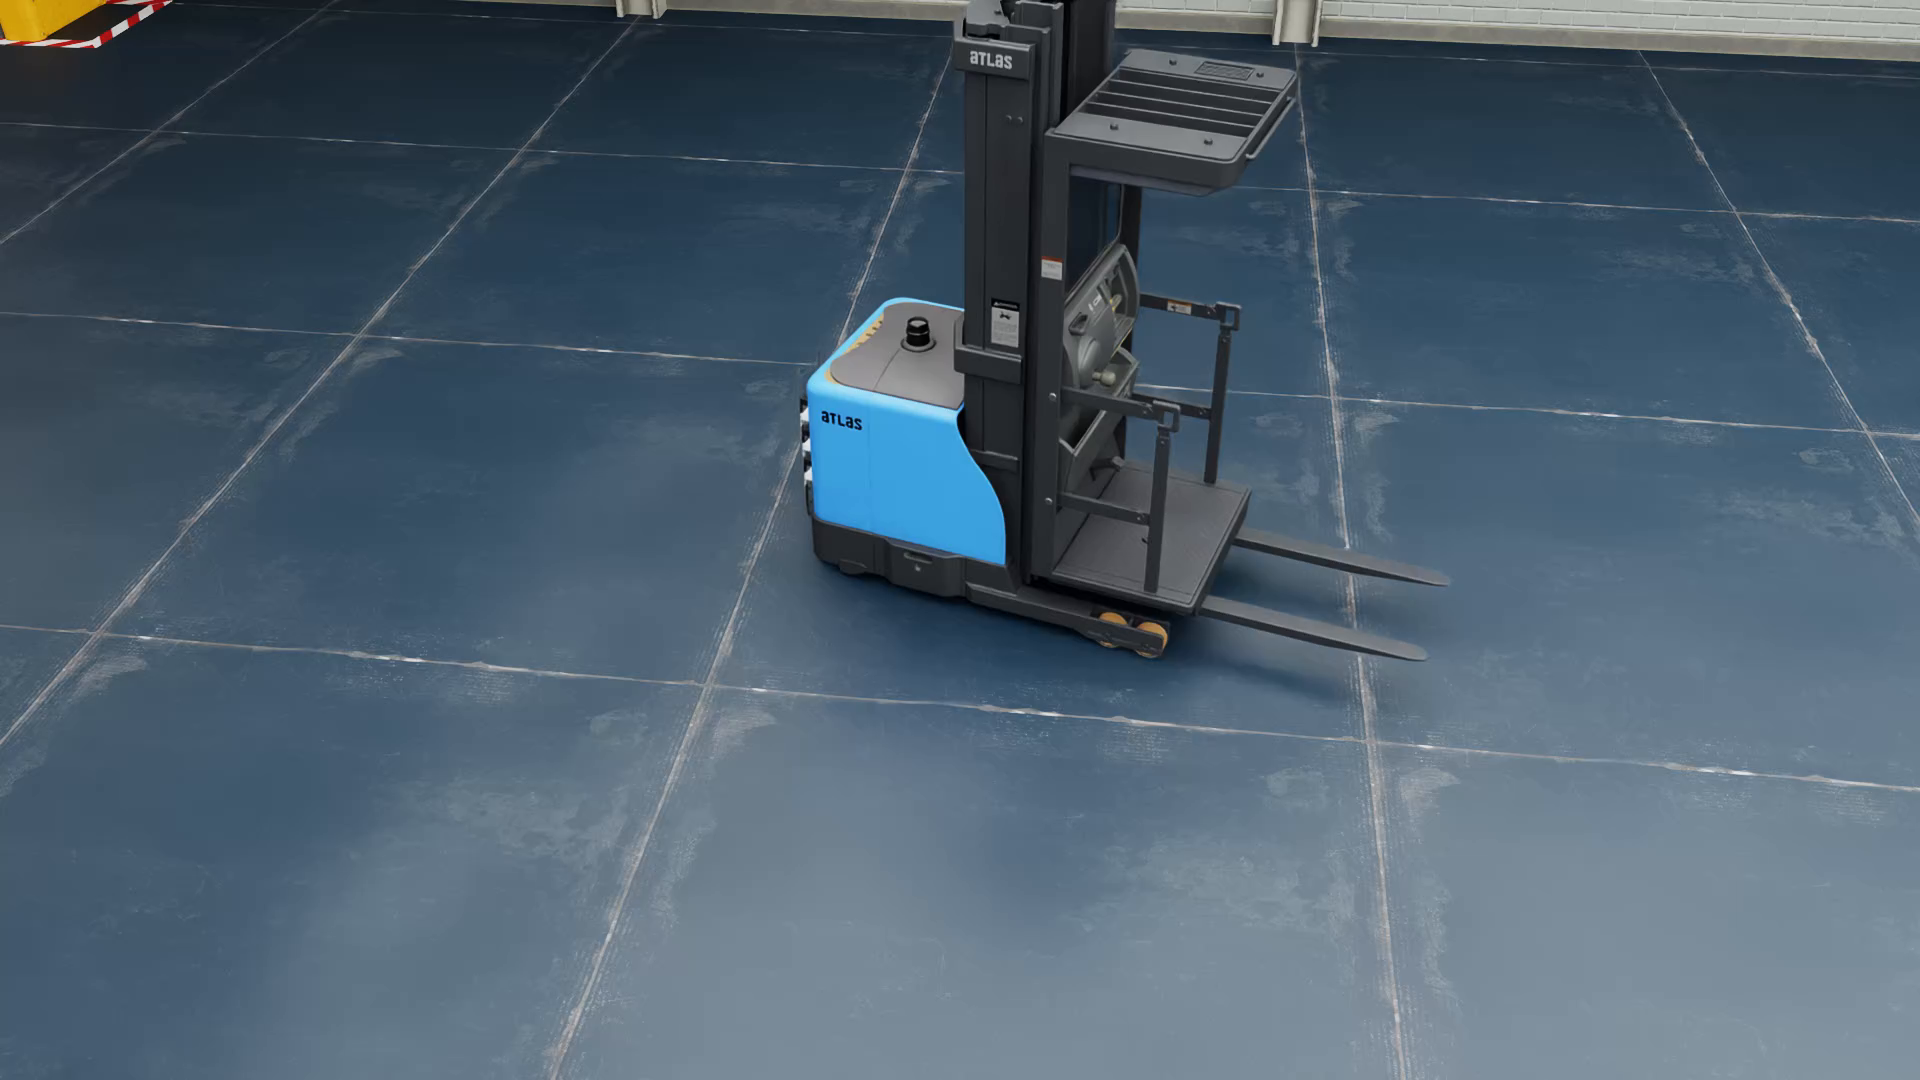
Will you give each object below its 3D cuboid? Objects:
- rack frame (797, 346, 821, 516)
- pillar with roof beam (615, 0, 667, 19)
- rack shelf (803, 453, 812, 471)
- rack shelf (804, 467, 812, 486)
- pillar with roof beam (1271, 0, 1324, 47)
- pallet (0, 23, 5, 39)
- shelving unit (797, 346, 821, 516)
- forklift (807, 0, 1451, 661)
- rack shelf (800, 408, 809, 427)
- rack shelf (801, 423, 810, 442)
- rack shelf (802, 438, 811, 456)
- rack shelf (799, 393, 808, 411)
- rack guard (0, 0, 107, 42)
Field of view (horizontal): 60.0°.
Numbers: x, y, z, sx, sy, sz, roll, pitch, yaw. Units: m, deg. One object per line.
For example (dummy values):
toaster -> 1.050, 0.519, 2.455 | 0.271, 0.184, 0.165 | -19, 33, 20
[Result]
rack frame -> -0.761, -0.555, 8.611 | 0.006, 0.900, 0.240 | 14, 38, 18
pillar with roof beam -> -3.508, -6.101, 9.409 | 0.400, 9.000, 9.100 | 4, 36, 6
rack shelf -> -0.667, -0.432, 8.650 | 0.200, 0.077, 0.258 | 14, 38, 18
rack shelf -> -0.667, -0.359, 8.702 | 0.200, 0.077, 0.258 | 14, 38, 18
pillar with roof beam -> 2.444, -5.657, 8.787 | 0.400, 9.000, 9.100 | 4, 36, 6
pallet -> -9.098, -4.910, 15.305 | 1.213, 0.211, 1.003 | 4, 36, 6
shelving unit -> -0.667, -0.533, 8.579 | 0.210, 0.900, 0.258 | 14, 38, 18
forklift -> 0.827, -0.991, 7.472 | 3.031, 2.935, 1.130 | 14, 38, 18
rack shelf -> -0.667, -0.652, 8.493 | 0.200, 0.077, 0.258 | 14, 38, 18
rack shelf -> -0.667, -0.579, 8.546 | 0.200, 0.077, 0.258 | 14, 38, 18
rack shelf -> -0.667, -0.505, 8.598 | 0.200, 0.077, 0.258 | 14, 38, 18
rack shelf -> -0.667, -0.725, 8.441 | 0.200, 0.077, 0.258 | 14, 38, 18
rack guard -> -8.311, -4.993, 15.173 | 0.348, 0.500, 1.175 | 4, 36, 6
